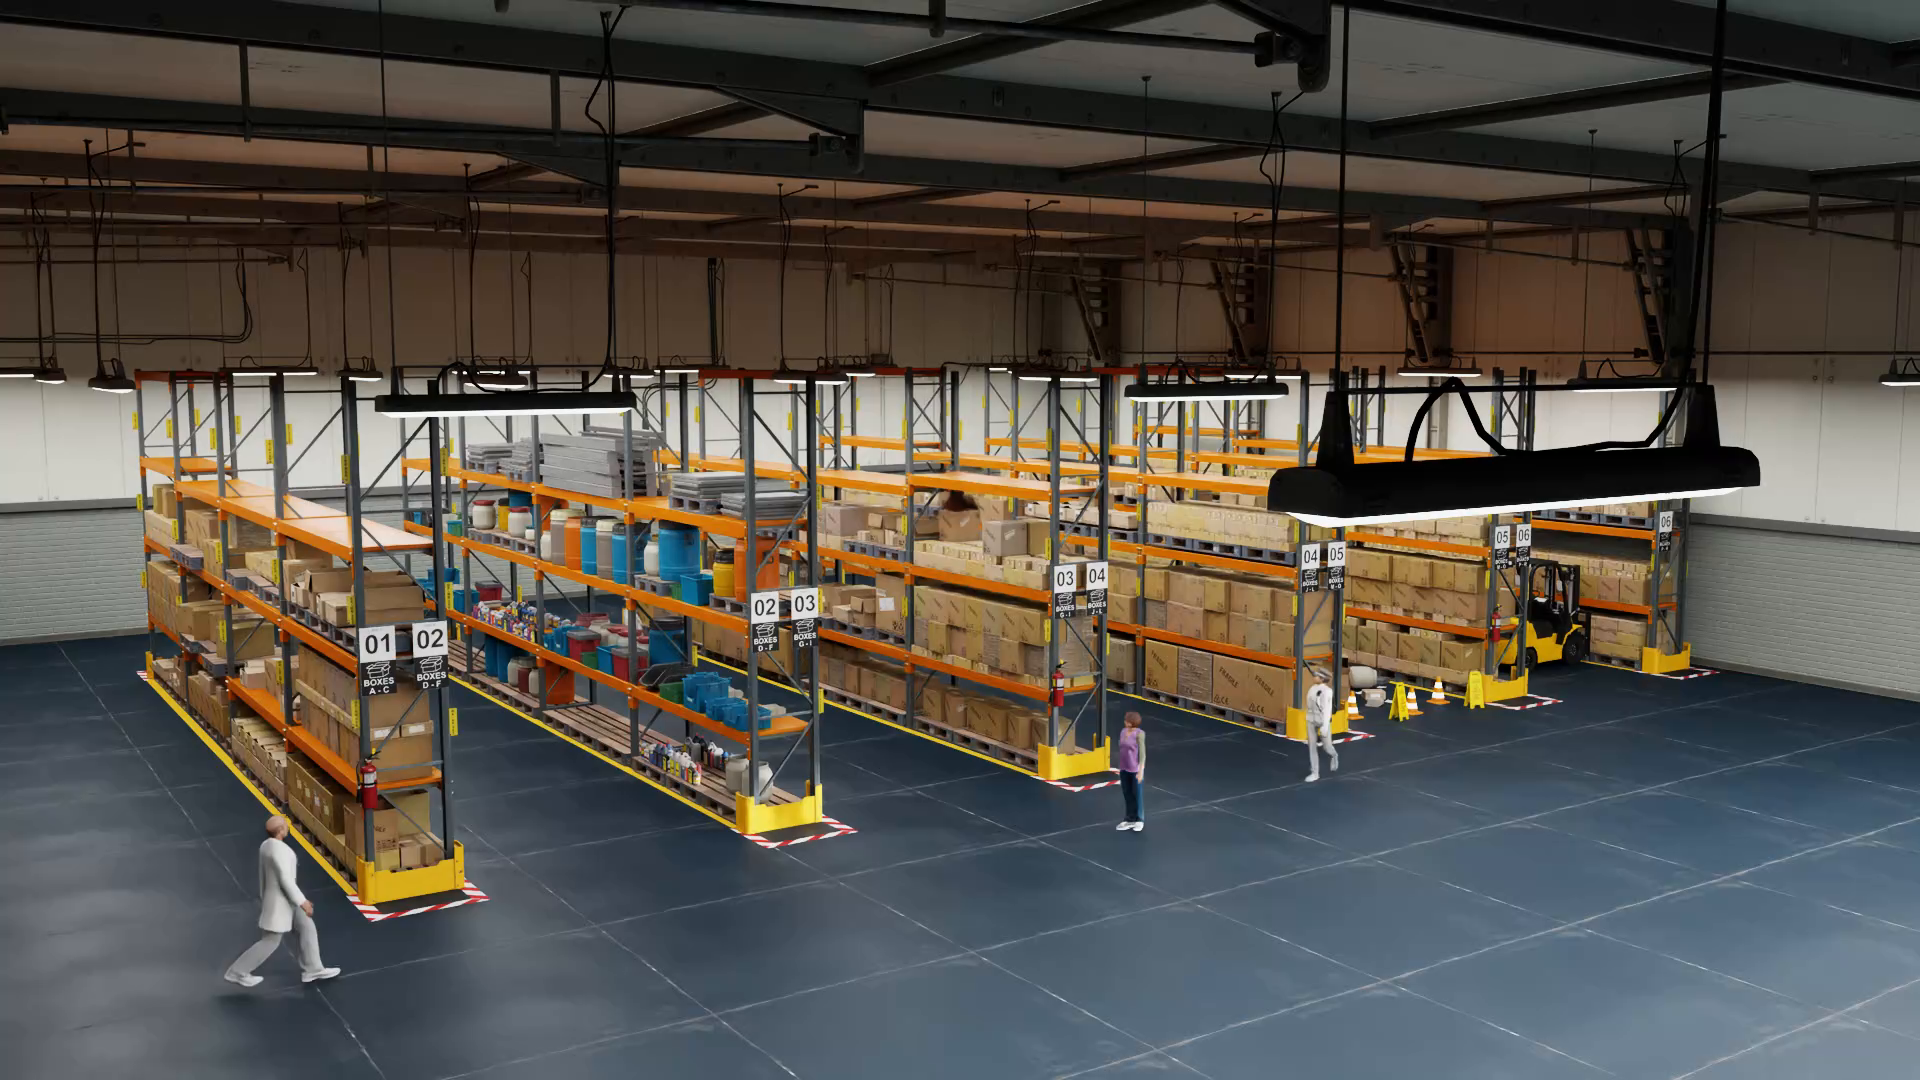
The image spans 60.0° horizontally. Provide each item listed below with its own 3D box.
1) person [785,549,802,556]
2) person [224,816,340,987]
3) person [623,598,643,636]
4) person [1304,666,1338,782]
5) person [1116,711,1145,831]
[{"bbox_3d":[-4.206,0.829,41.375,0.426,1.691,0.510,5,8,37],"label":"person"},{"bbox_3d":[-6.791,3.605,16.581,1.061,1.736,0.541,-1,7,-11],"label":"person"},{"bbox_3d":[-6.143,1.912,31.477,0.529,1.799,0.577,-2,7,-19],"label":"person"},{"bbox_3d":[5.358,2.710,24.734,0.434,1.685,0.694,4,8,34],"label":"person"},{"bbox_3d":[2.284,3.062,22.044,0.456,1.616,0.352,6,9,43],"label":"person"}]
